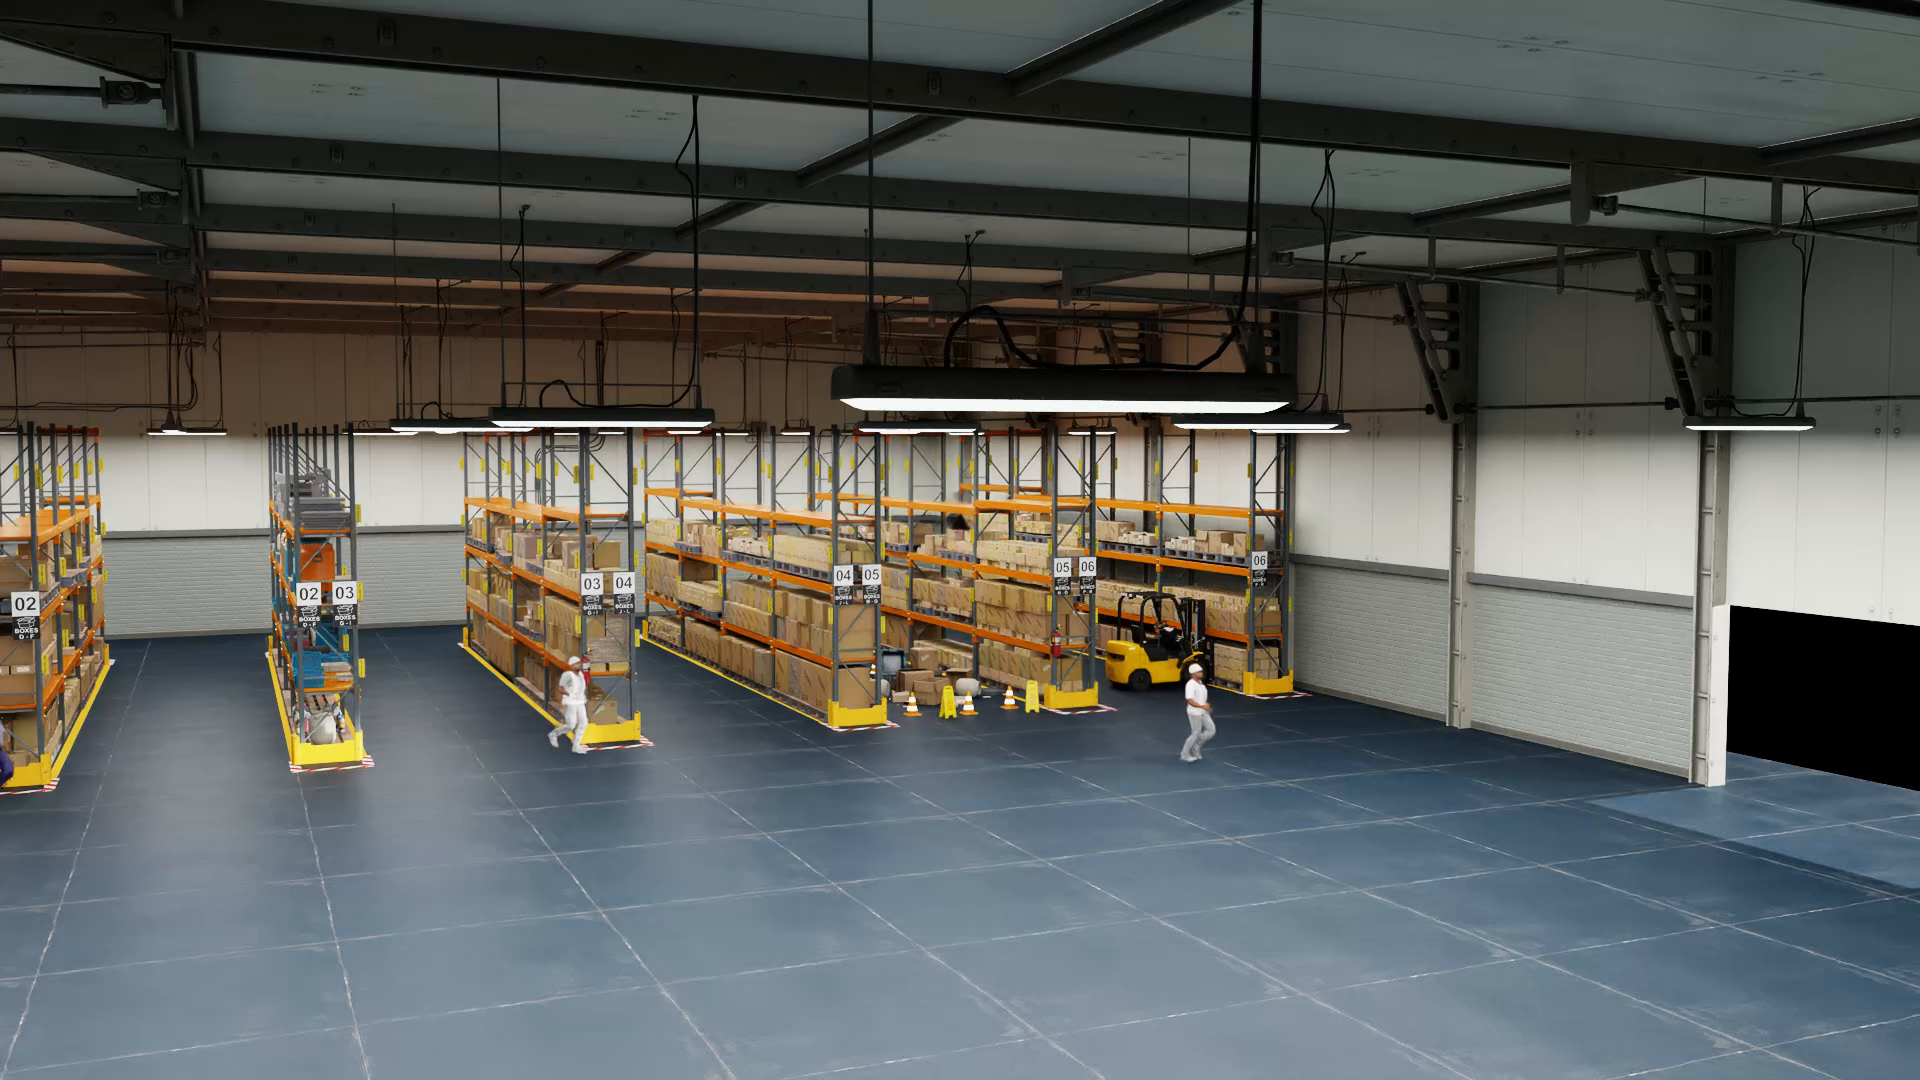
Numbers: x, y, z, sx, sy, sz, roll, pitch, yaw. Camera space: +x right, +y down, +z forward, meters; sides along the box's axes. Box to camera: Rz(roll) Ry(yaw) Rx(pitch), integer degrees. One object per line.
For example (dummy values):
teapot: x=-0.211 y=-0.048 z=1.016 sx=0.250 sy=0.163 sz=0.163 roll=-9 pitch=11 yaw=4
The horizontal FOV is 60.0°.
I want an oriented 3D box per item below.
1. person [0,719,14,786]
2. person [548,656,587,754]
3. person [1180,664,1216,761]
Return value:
person: x=-15.123 y=3.344 z=25.983 sx=0.665 sy=1.588 sz=0.624 roll=1 pitch=4 yaw=19
person: x=-7.095 y=3.001 z=30.366 sx=0.774 sy=1.760 sz=0.695 roll=2 pitch=4 yaw=25
person: x=4.214 y=3.050 z=29.419 sx=0.617 sy=1.725 sz=0.702 roll=2 pitch=4 yaw=26
